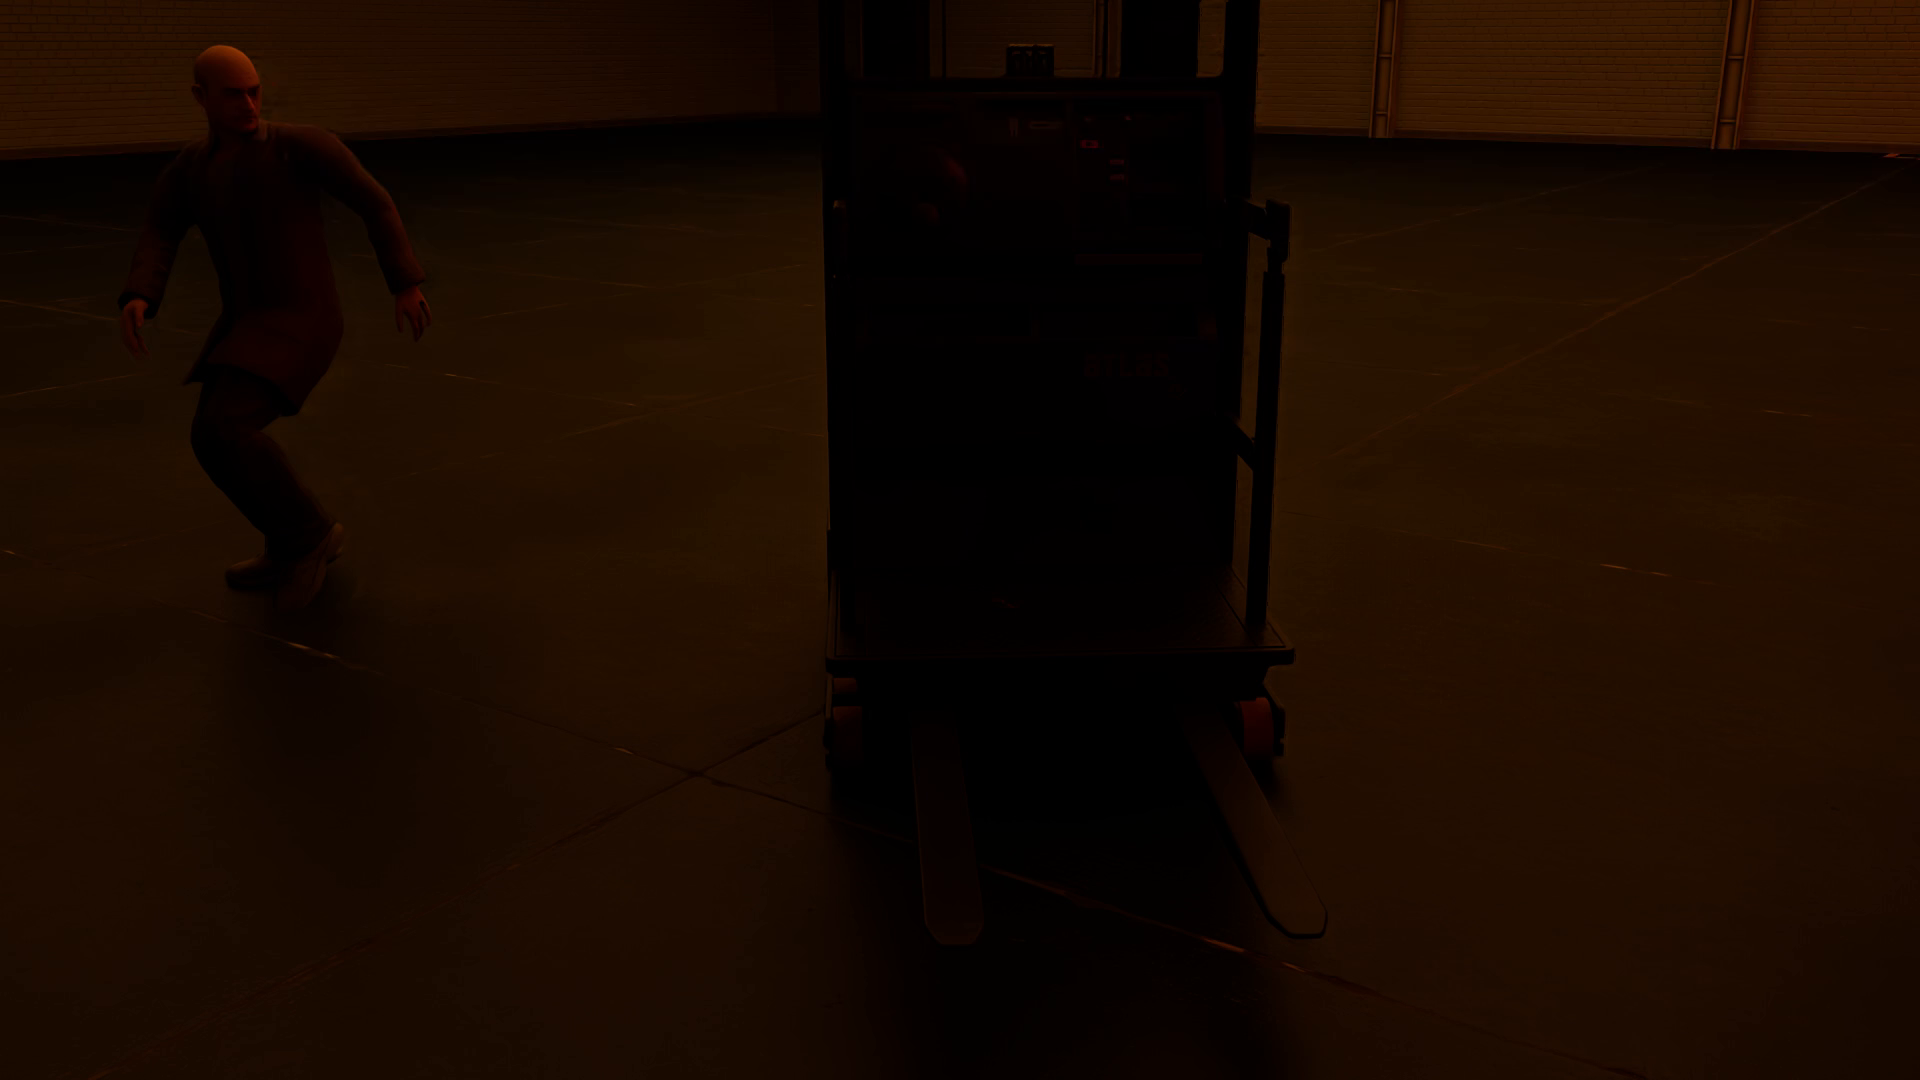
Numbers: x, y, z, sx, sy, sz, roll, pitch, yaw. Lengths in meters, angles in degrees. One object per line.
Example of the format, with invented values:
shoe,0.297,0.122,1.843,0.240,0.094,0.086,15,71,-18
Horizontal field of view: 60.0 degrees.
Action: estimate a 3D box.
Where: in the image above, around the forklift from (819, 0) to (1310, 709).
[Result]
forklift,0.227,-1.247,5.003,1.130,2.935,3.031,-3,17,-10
